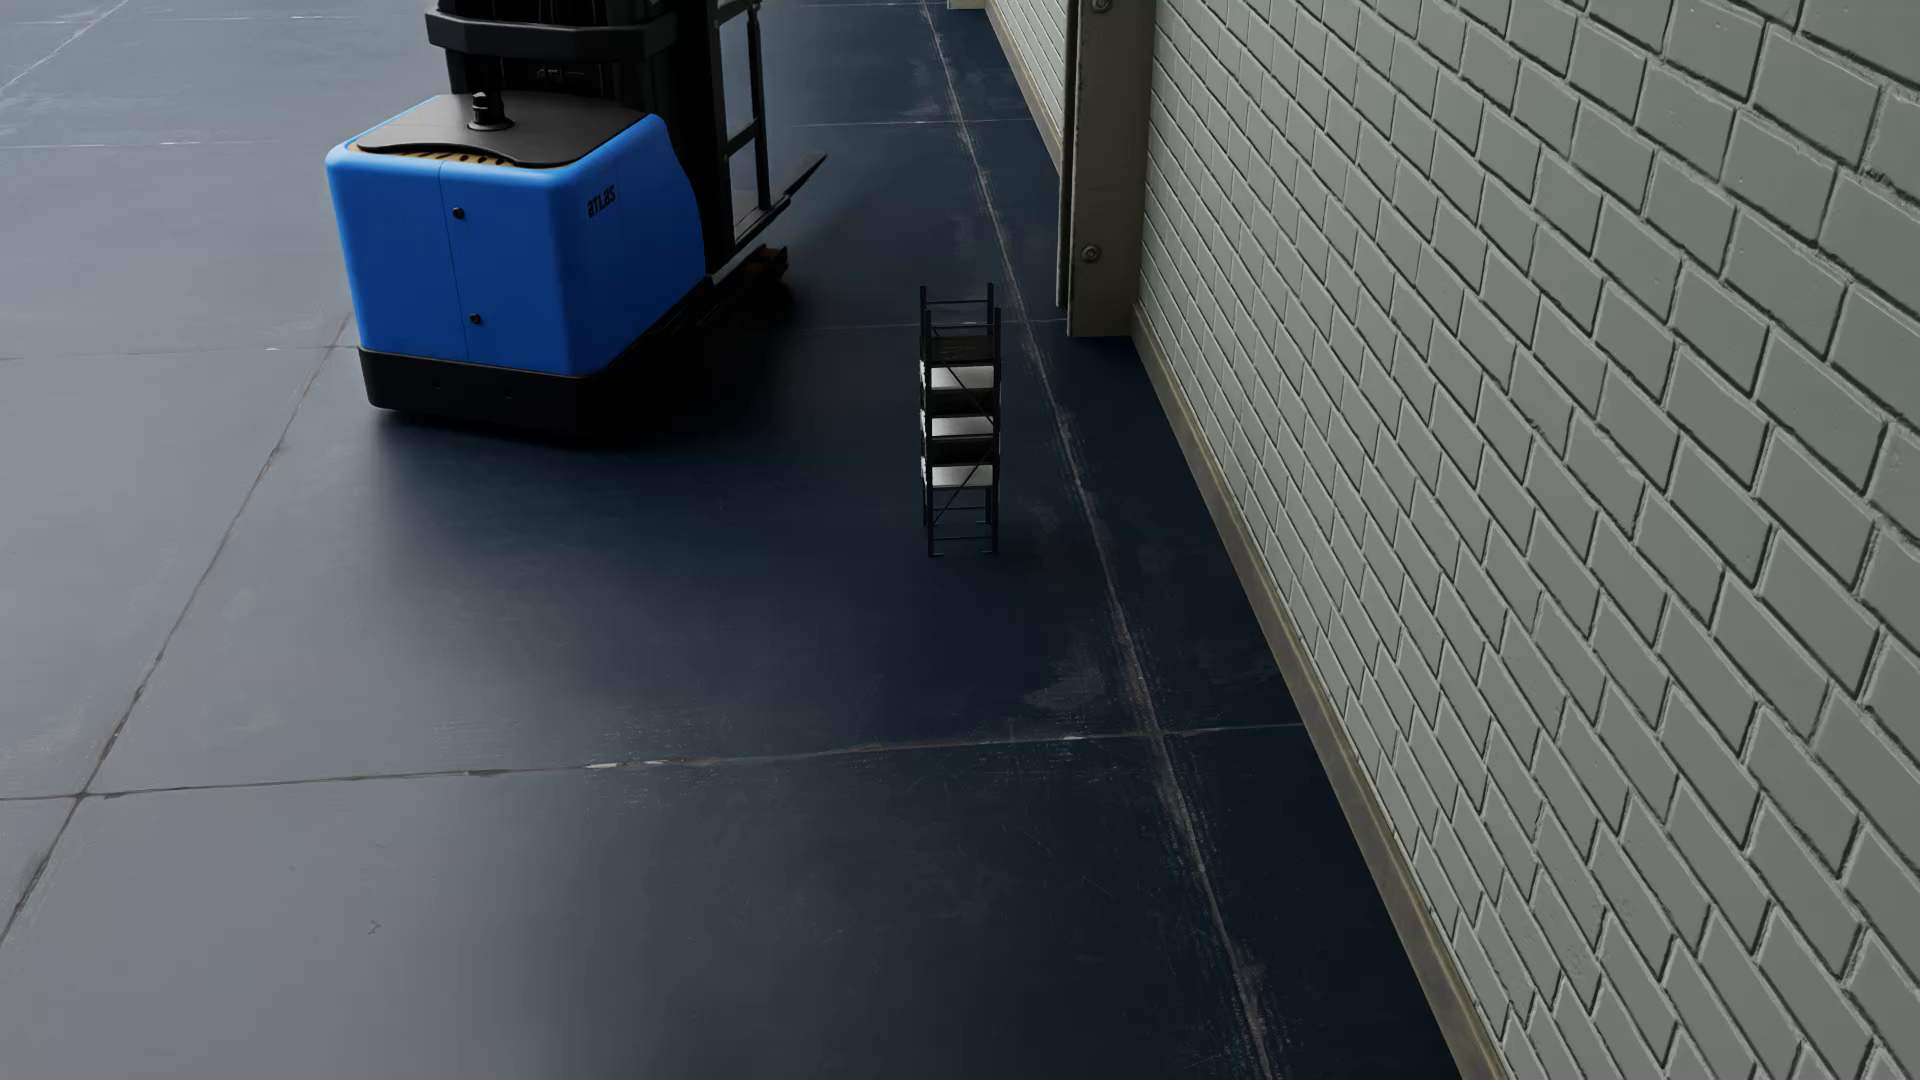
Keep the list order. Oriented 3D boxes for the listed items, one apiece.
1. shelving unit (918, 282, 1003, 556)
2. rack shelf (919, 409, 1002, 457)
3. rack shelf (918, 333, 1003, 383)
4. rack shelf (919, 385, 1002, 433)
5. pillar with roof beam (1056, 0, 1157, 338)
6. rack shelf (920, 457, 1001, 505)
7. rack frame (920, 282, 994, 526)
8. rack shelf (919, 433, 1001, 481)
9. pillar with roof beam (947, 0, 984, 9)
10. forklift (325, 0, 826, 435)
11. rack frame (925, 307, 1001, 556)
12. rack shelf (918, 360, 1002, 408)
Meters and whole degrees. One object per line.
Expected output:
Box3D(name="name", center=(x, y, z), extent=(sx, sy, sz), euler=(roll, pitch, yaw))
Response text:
Box3D(name="shelving unit", center=(-0.001, -0.390, 5.526), extent=(0.258, 0.900, 0.210), euler=(-3, 31, -5))
Box3D(name="rack shelf", center=(-0.001, -0.362, 5.543), extent=(0.258, 0.077, 0.200), euler=(-3, 31, -5))
Box3D(name="rack shelf", center=(-0.001, -0.594, 5.405), extent=(0.258, 0.077, 0.200), euler=(-3, 31, -5))
Box3D(name="rack shelf", center=(-0.001, -0.439, 5.497), extent=(0.258, 0.077, 0.200), euler=(-3, 31, -5))
Box3D(name="pillar with roof beam", center=(-3.679, -4.645, 4.752), extent=(9.100, 9.000, 0.400), euler=(-3, 31, -5))
Box3D(name="rack shelf", center=(-0.001, -0.207, 5.636), extent=(0.258, 0.077, 0.200), euler=(-3, 31, -5))
Box3D(name="rack frame", center=(-0.010, -0.442, 5.613), extent=(0.240, 0.900, 0.006), euler=(-3, 31, -5))
Box3D(name="rack shelf", center=(-0.001, -0.285, 5.589), extent=(0.258, 0.077, 0.200), euler=(-3, 31, -5))
Box3D(name="pillar with roof beam", center=(-4.239, -7.709, 9.880), extent=(9.100, 9.000, 0.400), euler=(-3, 31, -5))
Box3D(name="forklift", center=(-1.436, -2.399, 6.908), extent=(1.130, 2.935, 3.031), euler=(8, 32, 14))
Box3D(name="rack frame", center=(0.009, -0.339, 5.439), extent=(0.240, 0.900, 0.006), euler=(-3, 31, -5))
Box3D(name="rack shelf", center=(-0.001, -0.516, 5.451), extent=(0.258, 0.077, 0.200), euler=(-3, 31, -5))
